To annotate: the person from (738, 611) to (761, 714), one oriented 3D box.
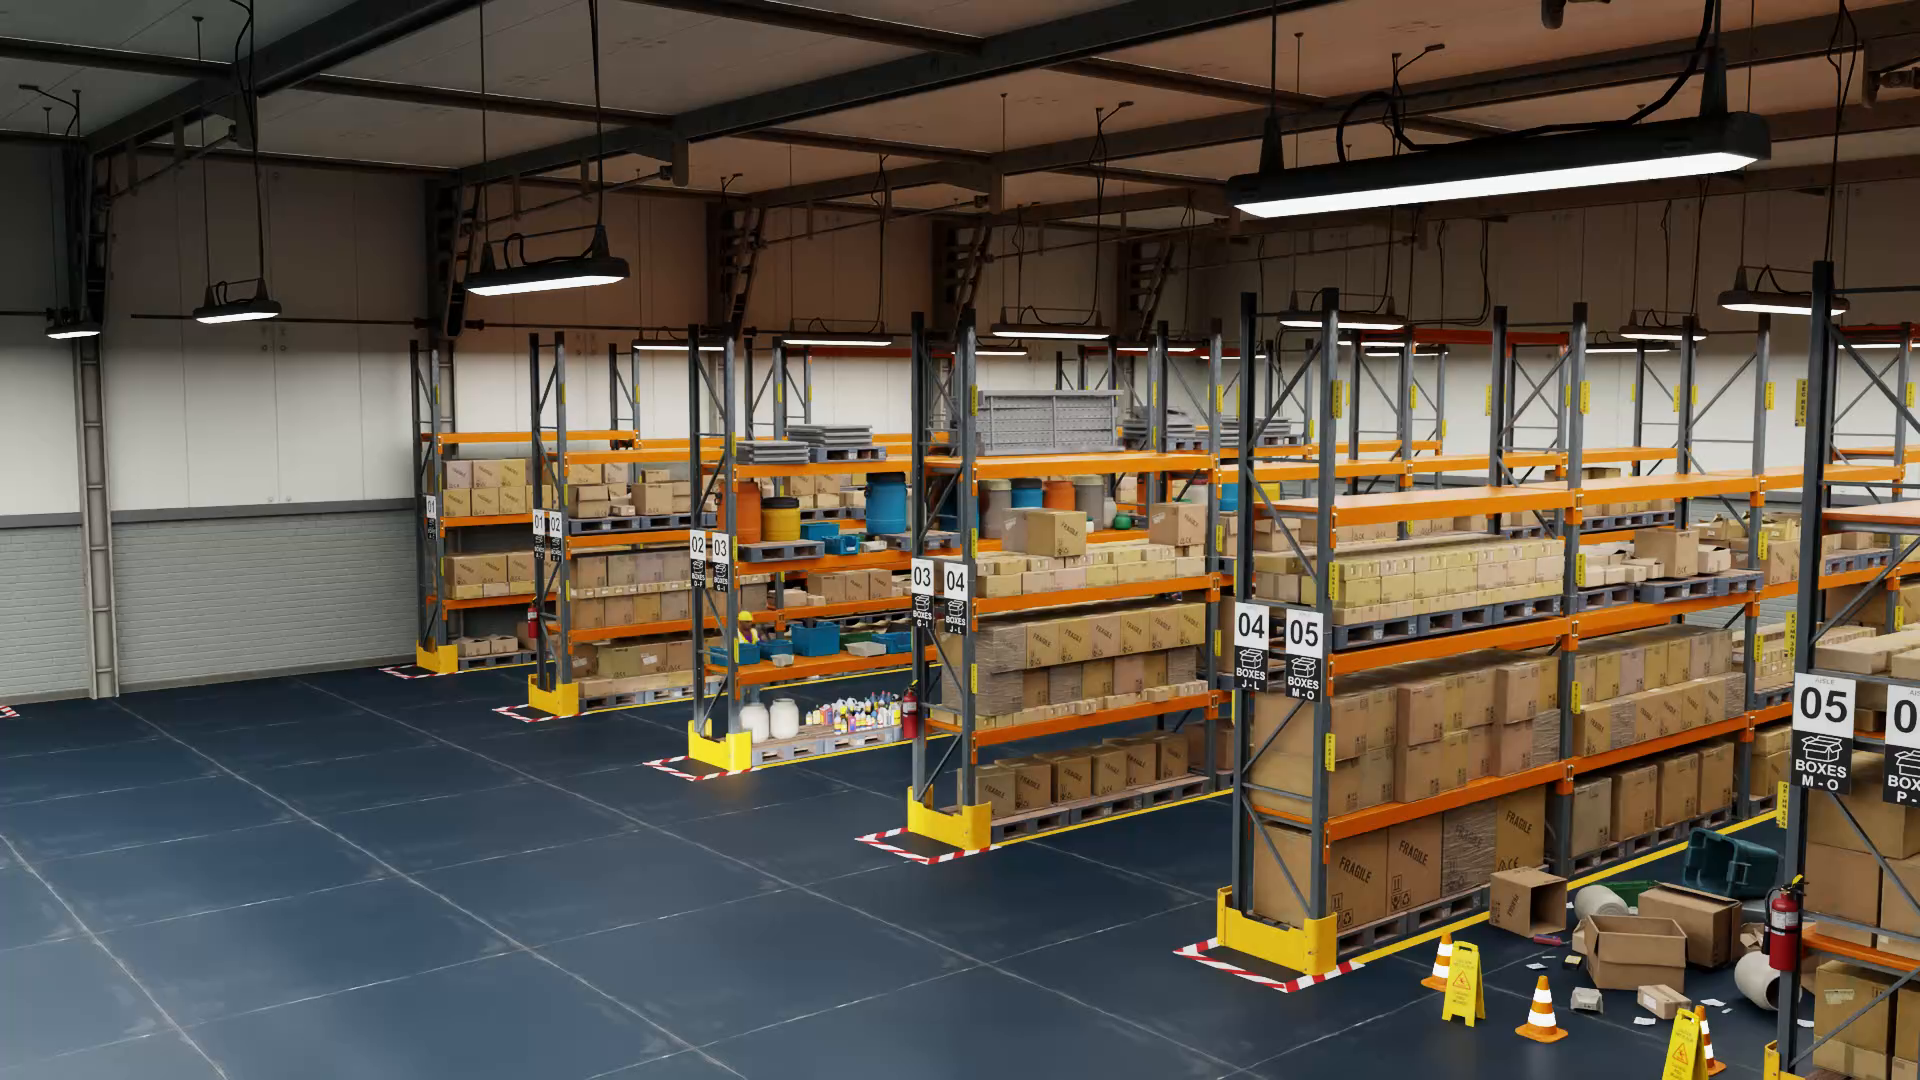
[{"bbox_3d":[-3.182,1.944,24.836,0.591,1.774,0.429,-3,6,-30],"label":"person"}]
